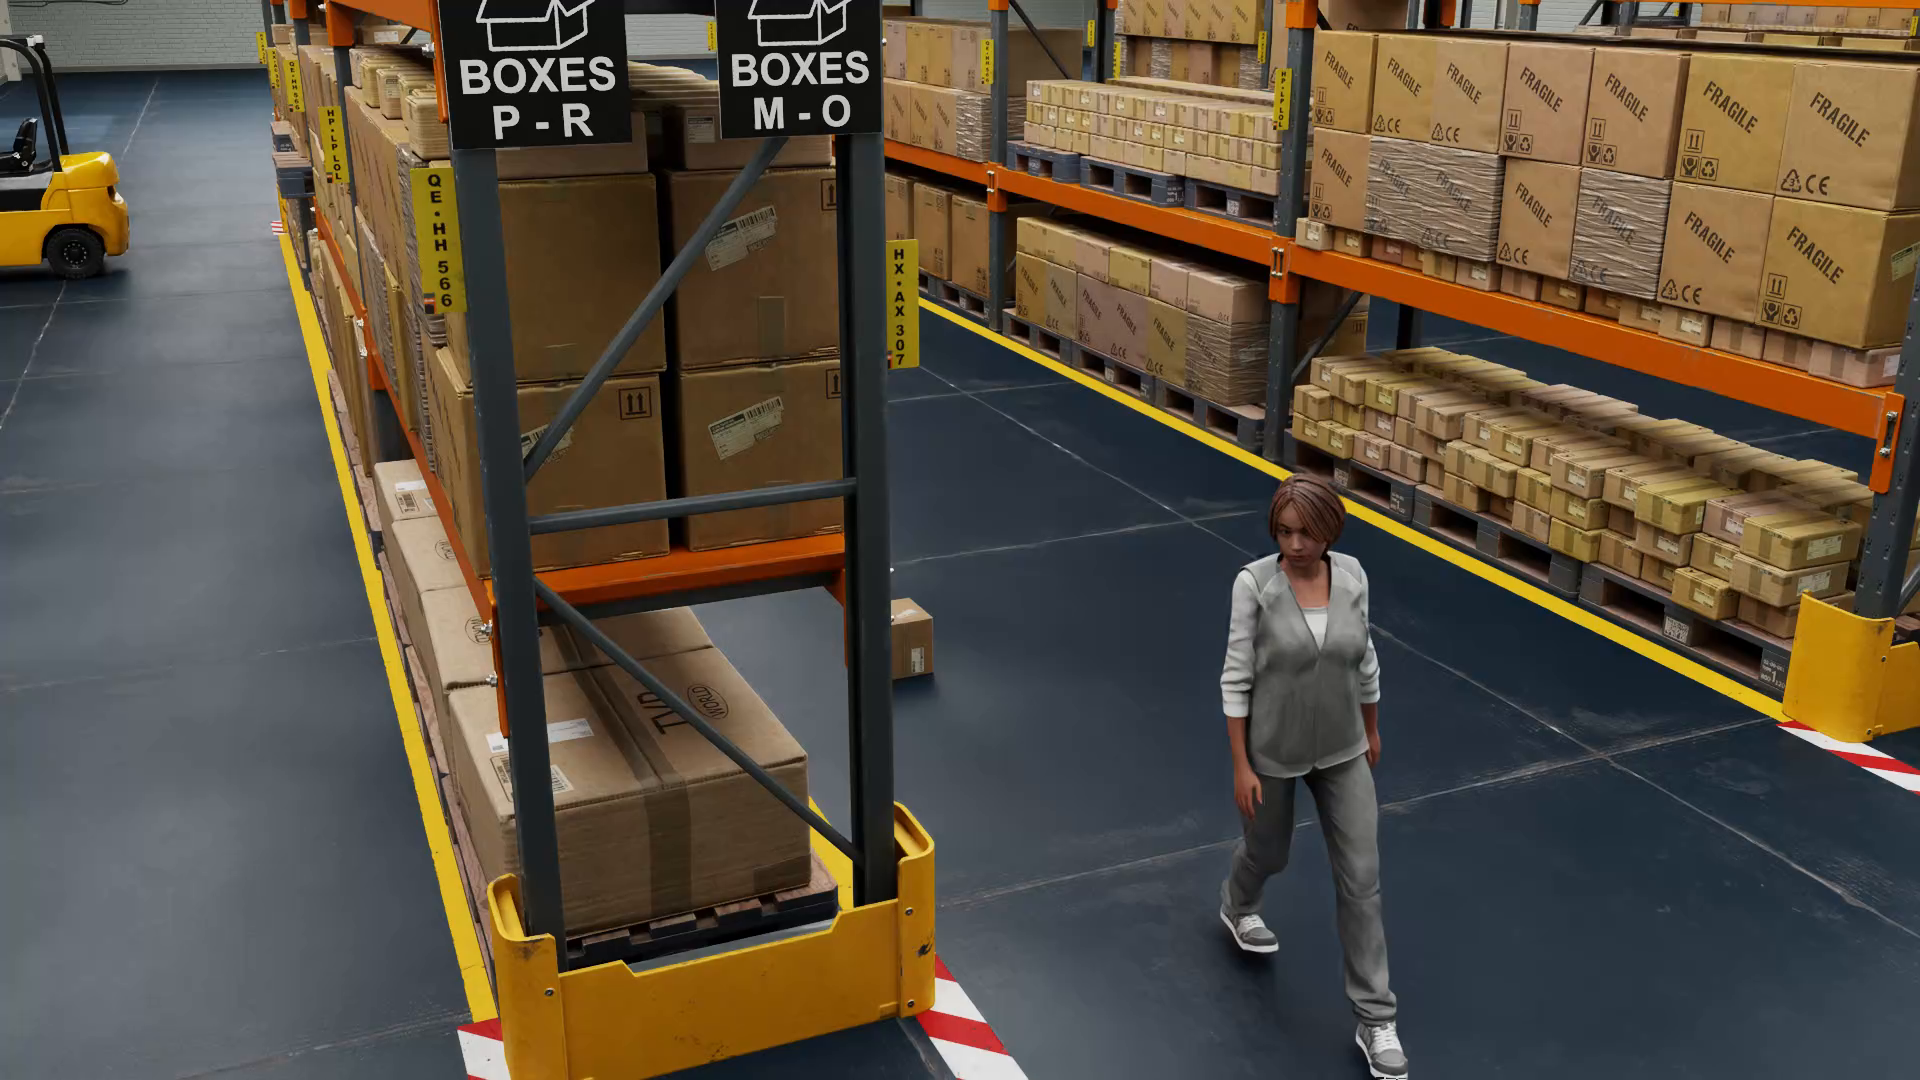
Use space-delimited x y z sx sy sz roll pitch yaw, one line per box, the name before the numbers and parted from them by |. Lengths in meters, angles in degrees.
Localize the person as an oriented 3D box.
person | 0.937 0.568 4.436 0.495 1.534 0.871 -2 19 -5
